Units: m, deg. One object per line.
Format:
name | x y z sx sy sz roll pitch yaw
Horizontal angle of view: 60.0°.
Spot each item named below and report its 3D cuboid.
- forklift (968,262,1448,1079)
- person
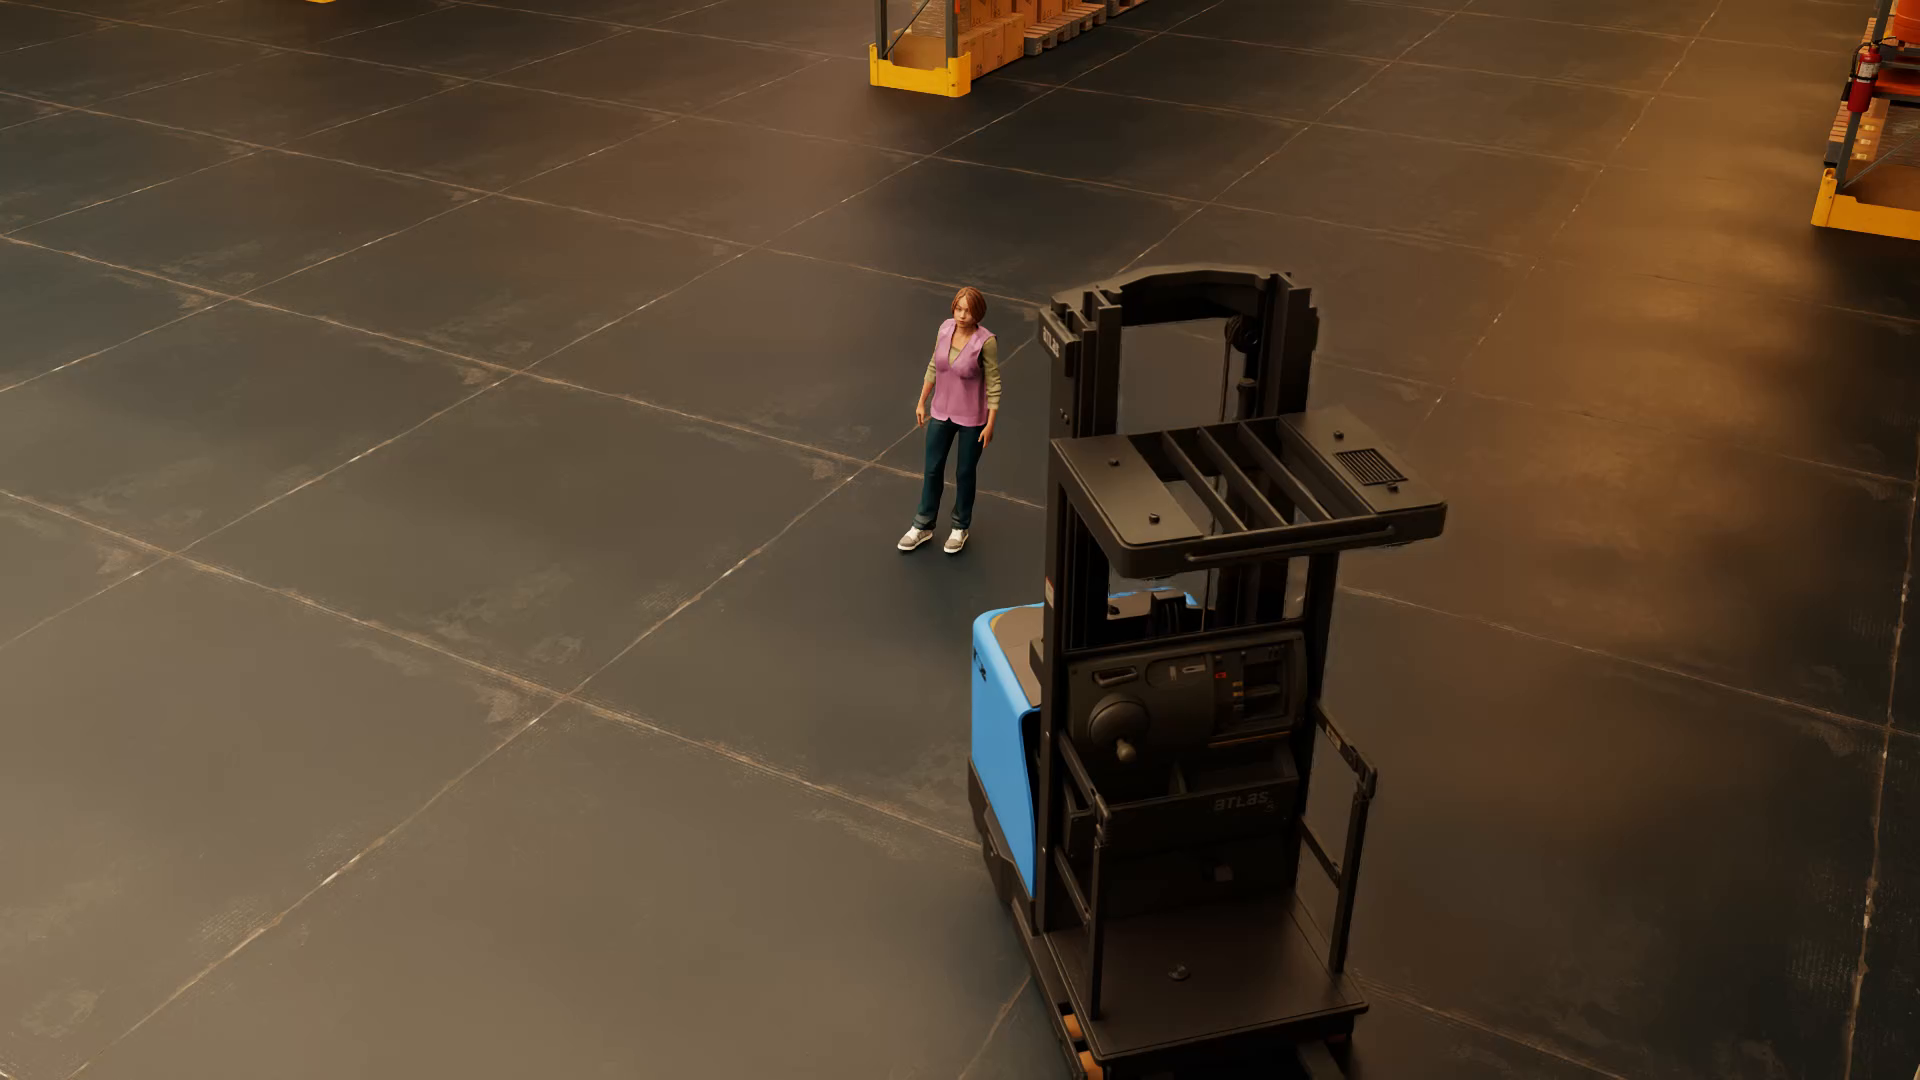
forklift | 0.904 0.628 5.983 1.130 2.935 3.031 -7 31 -13
person | -0.048 -0.669 9.550 0.520 1.596 0.475 15 33 25
